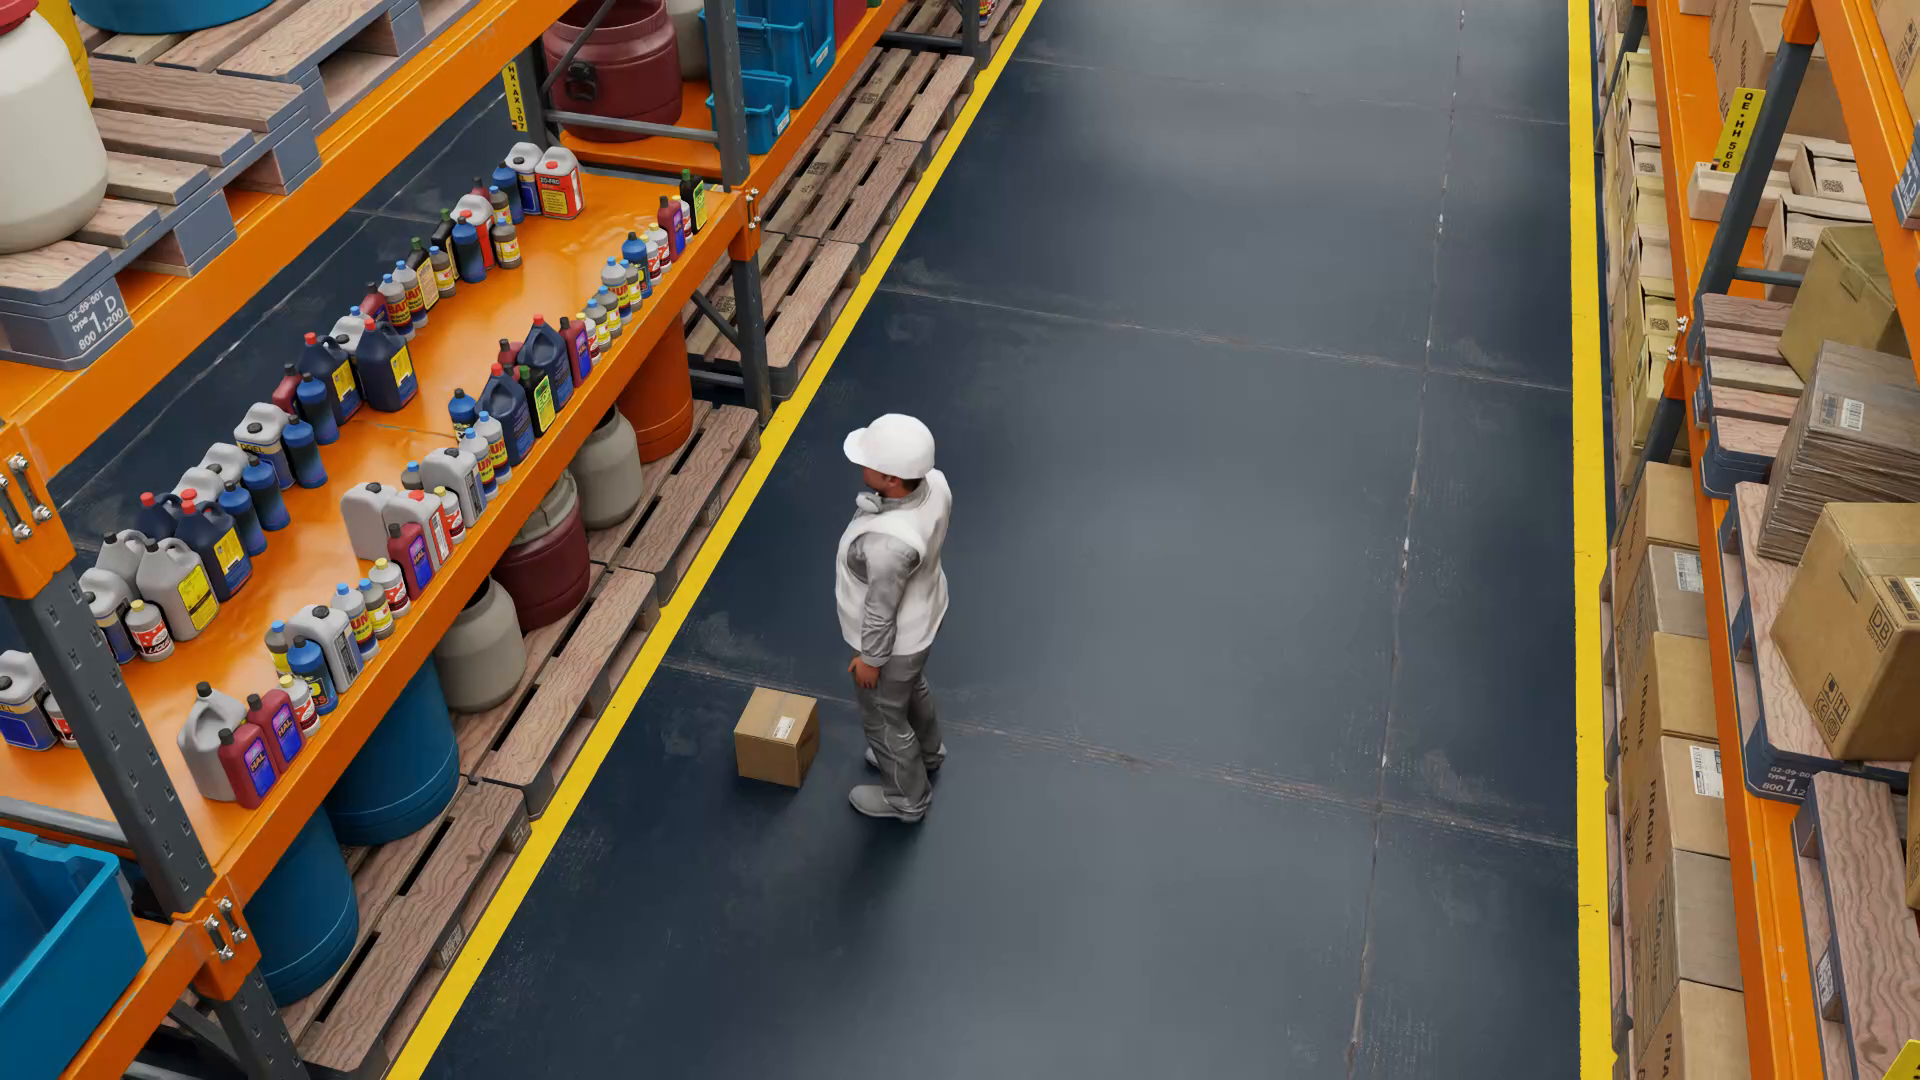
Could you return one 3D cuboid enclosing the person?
[{"bbox_3d":[-0.236,0.283,5.811,0.356,1.769,0.528,11,42,12],"label":"person"}]
